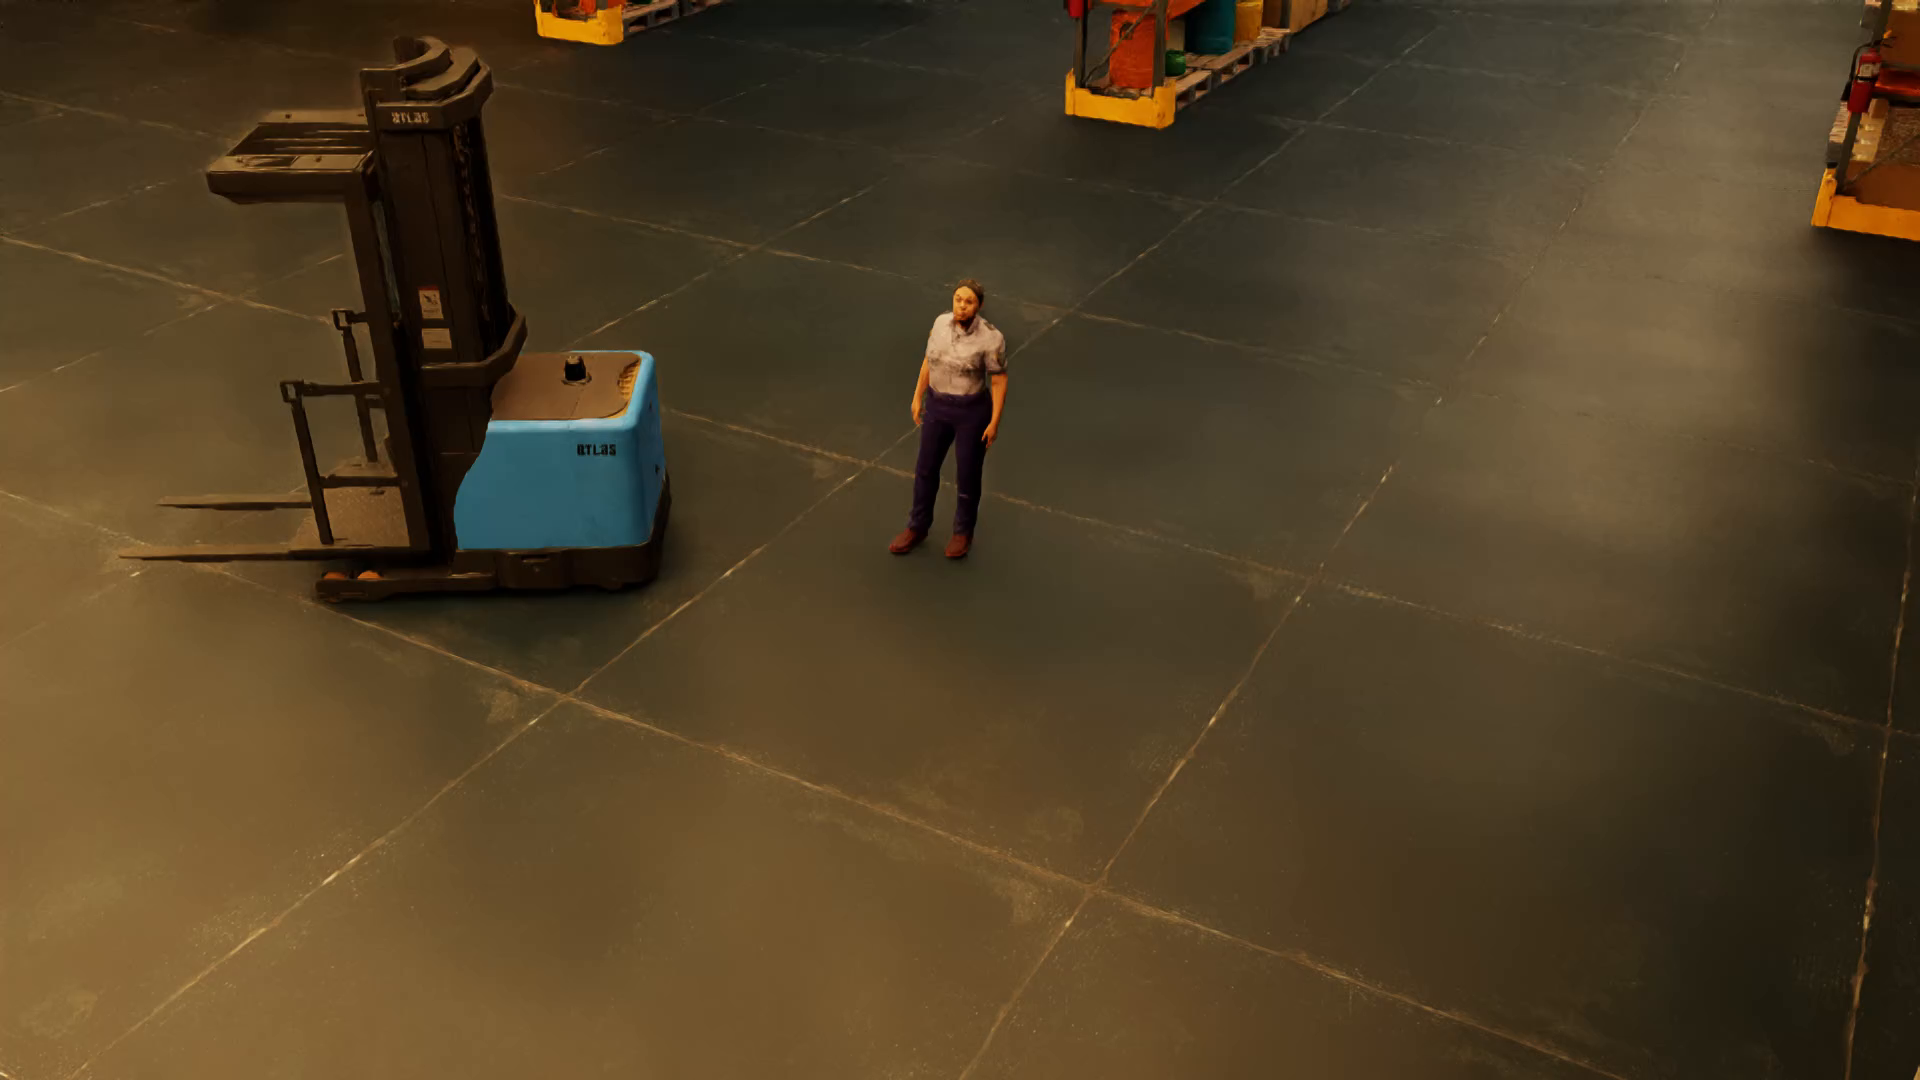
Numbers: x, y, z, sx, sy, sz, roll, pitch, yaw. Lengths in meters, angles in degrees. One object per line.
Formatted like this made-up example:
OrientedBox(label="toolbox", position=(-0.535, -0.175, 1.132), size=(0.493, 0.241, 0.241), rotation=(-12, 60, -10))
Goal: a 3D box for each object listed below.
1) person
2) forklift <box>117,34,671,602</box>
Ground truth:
OrientedBox(label="person", position=(-0.063, -0.686, 9.529), size=(0.599, 1.650, 0.502), rotation=(15, 33, 25))
OrientedBox(label="forklift", position=(-3.276, -1.190, 9.133), size=(3.031, 2.935, 1.130), rotation=(-1, 30, -2))
